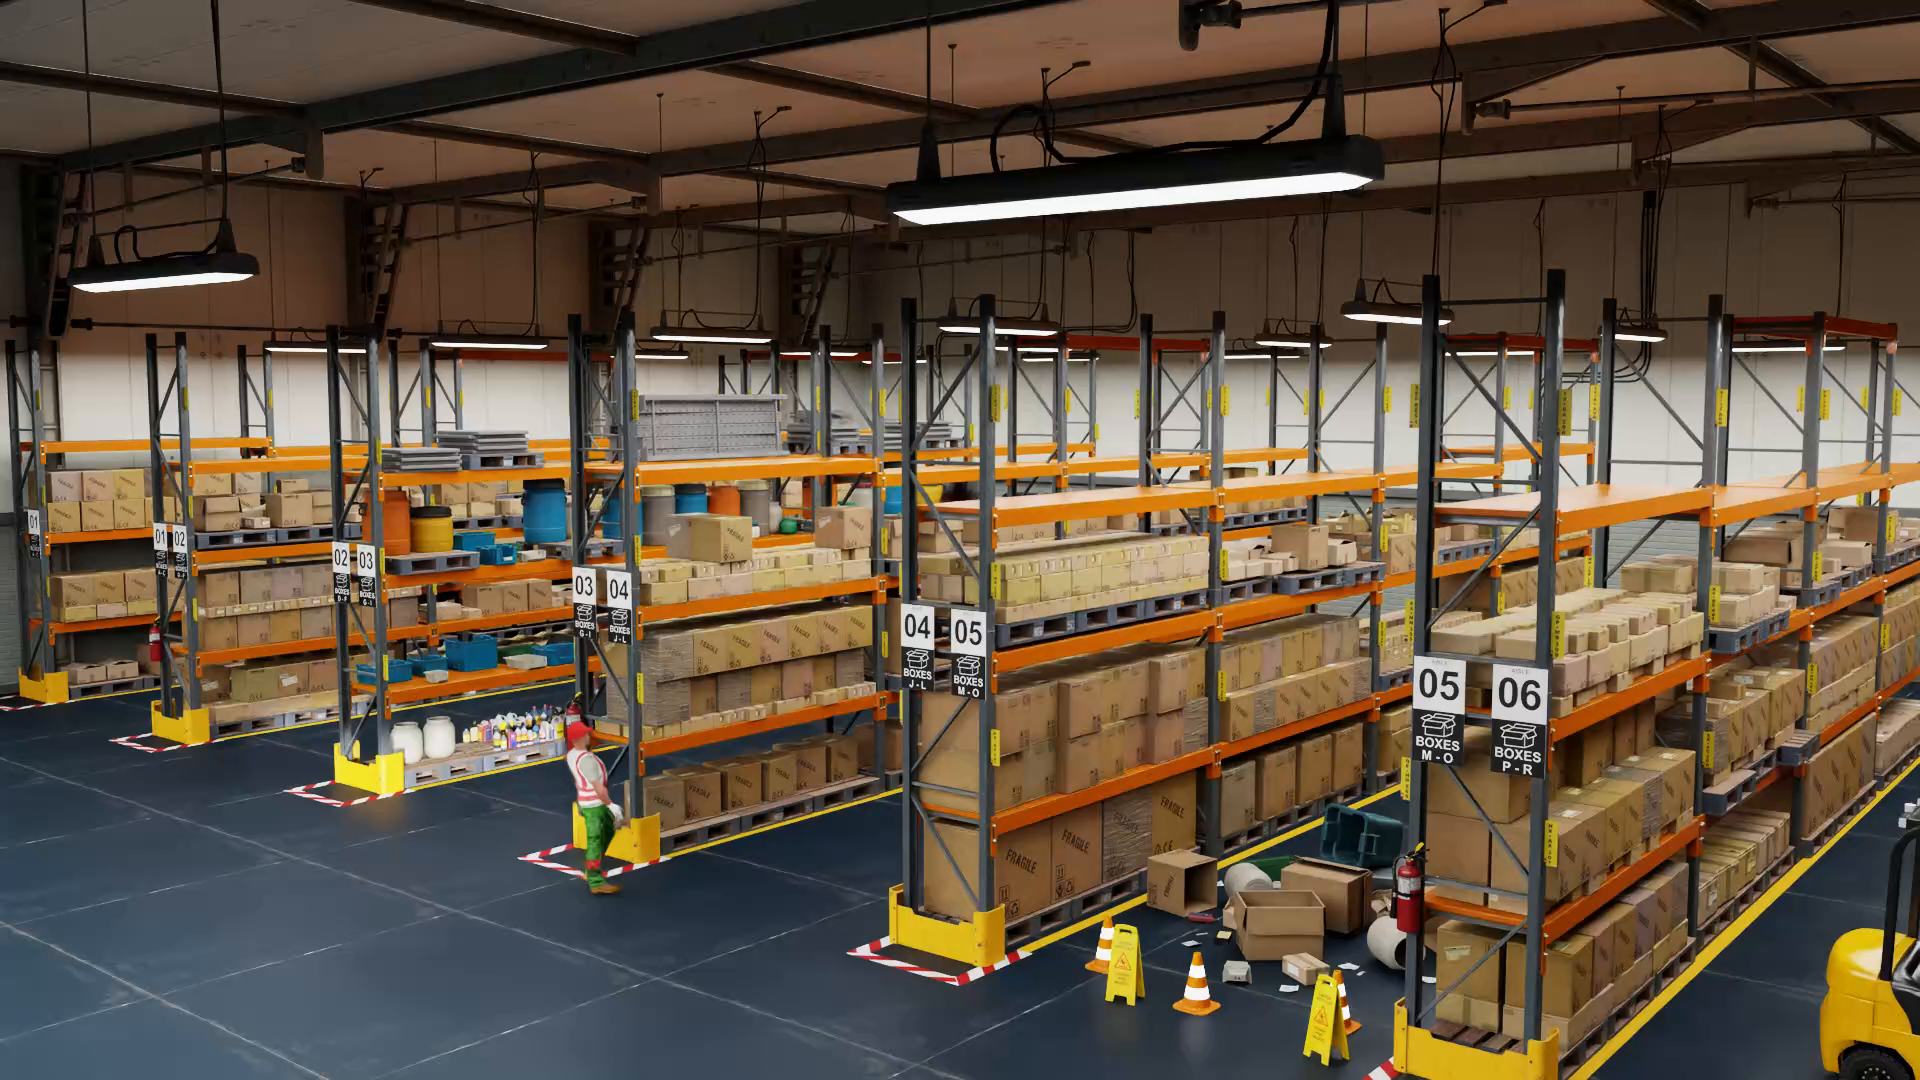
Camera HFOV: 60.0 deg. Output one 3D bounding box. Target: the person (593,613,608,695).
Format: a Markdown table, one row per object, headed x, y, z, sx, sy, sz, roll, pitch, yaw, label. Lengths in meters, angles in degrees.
| x | y | z | sx | sy | sz | roll | pitch | yaw | label |
| --- | --- | --- | --- | --- | --- | --- | --- | --- | --- |
| -6.131 | 1.798 | 28.316 | 0.527 | 1.688 | 0.393 | -1 | 5 | -11 | person |

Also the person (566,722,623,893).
| x | y | z | sx | sy | sz | roll | pitch | yaw | label |
| --- | --- | --- | --- | --- | --- | --- | --- | --- | --- |
| -3.757 | 2.752 | 17.135 | 0.588 | 1.805 | 0.617 | -1 | 5 | -8 | person |
